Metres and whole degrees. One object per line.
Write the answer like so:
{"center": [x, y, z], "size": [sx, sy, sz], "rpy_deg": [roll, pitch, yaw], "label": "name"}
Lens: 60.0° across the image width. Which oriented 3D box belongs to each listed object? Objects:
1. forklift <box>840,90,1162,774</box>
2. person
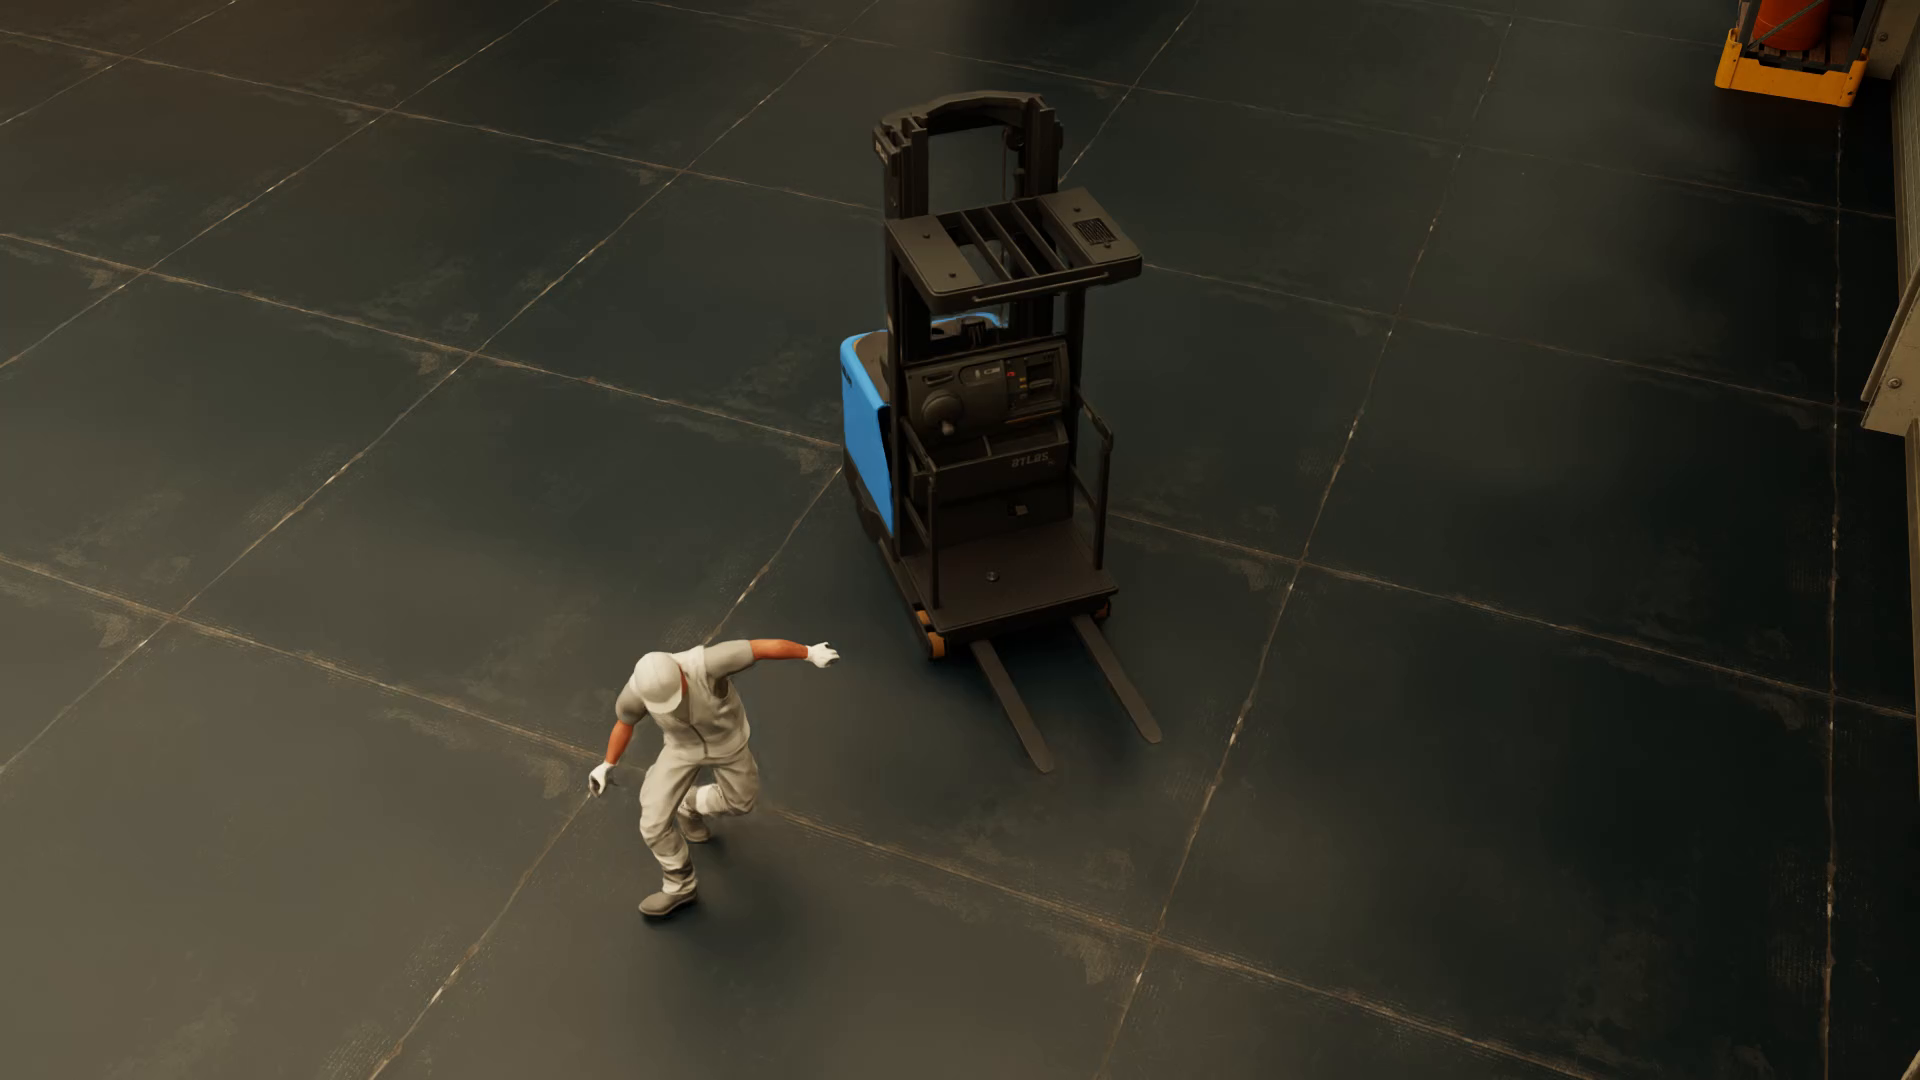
{"center": [0.232, -0.744, 8.895], "size": [1.130, 2.935, 3.031], "rpy_deg": [-13, 42, -15], "label": "forklift"}
{"center": [-1.150, 1.001, 7.875], "size": [1.224, 1.582, 0.691], "rpy_deg": [-6, 40, -7], "label": "person"}
